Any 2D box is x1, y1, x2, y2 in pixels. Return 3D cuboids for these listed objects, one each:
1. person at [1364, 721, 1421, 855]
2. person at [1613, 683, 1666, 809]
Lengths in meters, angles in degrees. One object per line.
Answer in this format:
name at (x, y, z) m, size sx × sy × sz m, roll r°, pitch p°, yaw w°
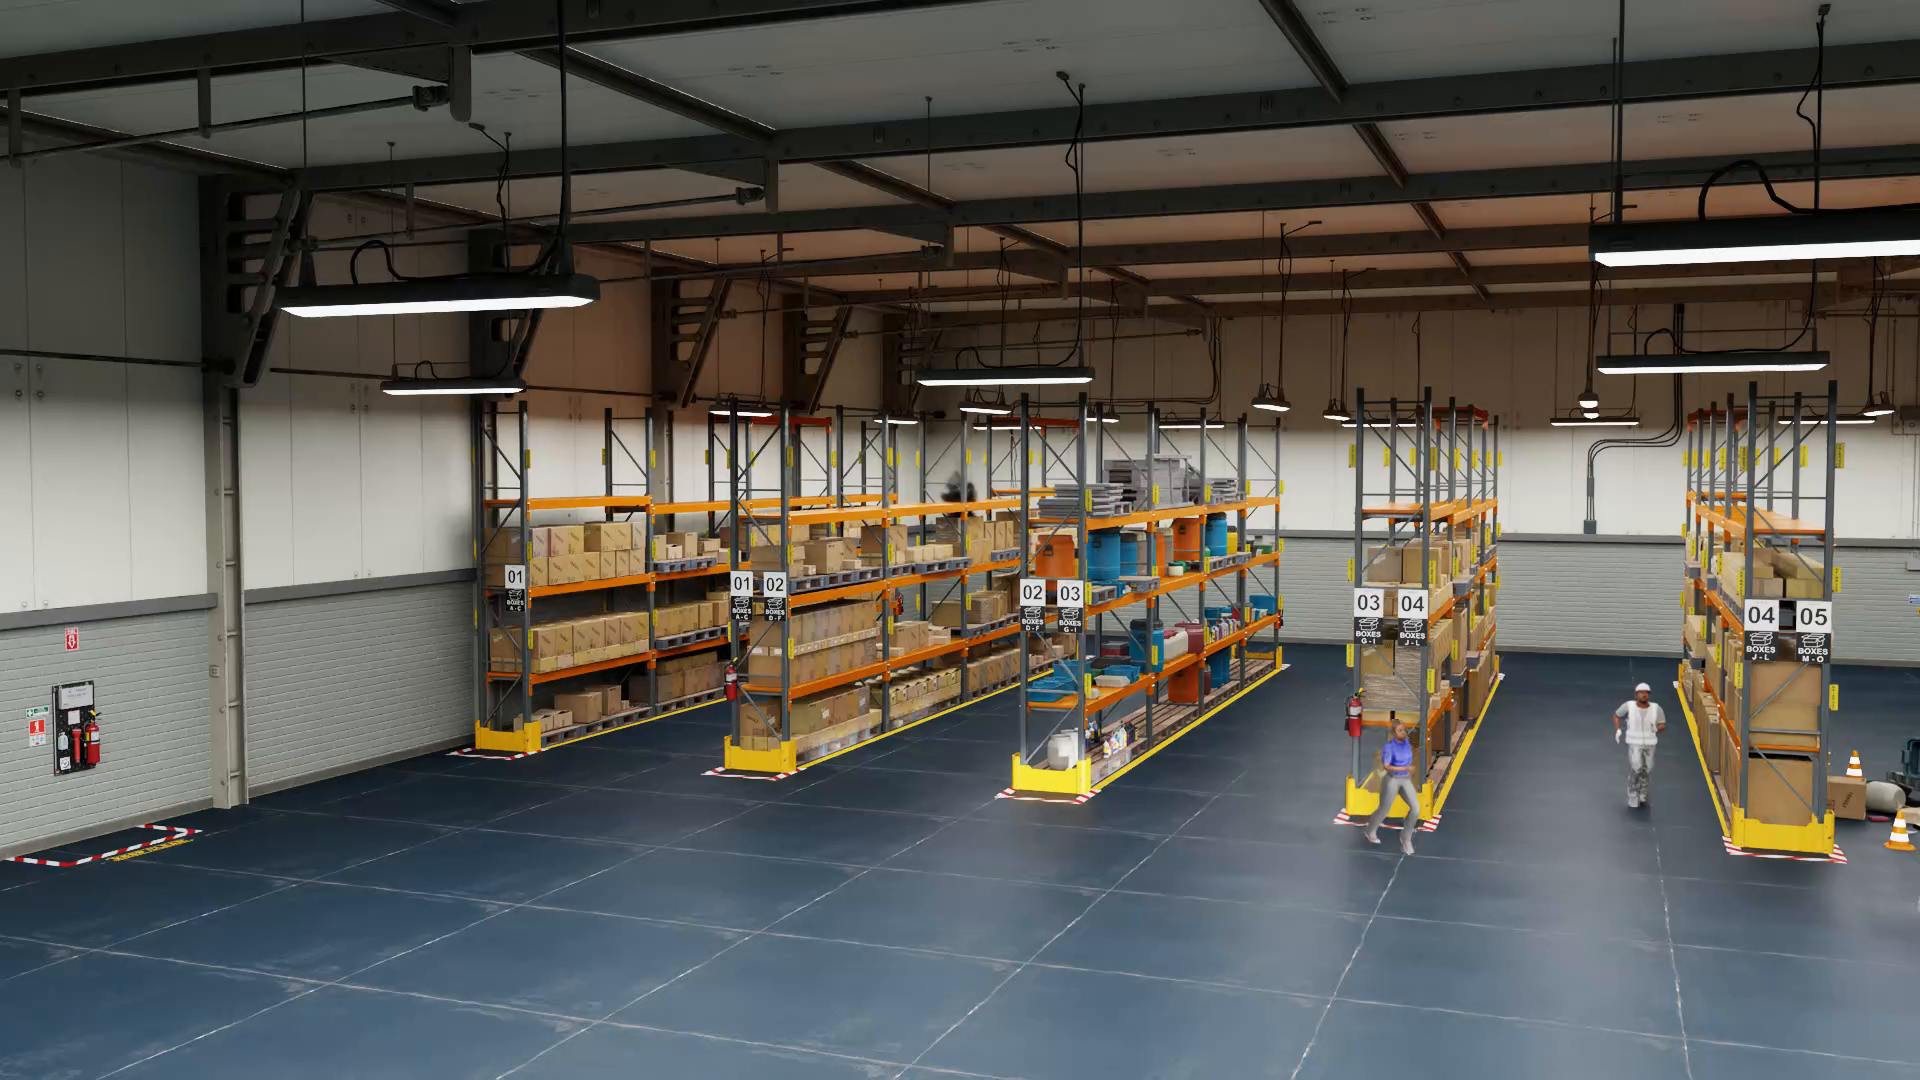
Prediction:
person at (5.586, 3.148, 21.260) m, size 0.586 × 1.693 × 0.879 m, roll -1°, pitch 3°, yaw -23°
person at (9.766, 2.924, 23.834) m, size 0.655 × 1.746 × 0.721 m, roll 0°, pitch 3°, yaw 9°
